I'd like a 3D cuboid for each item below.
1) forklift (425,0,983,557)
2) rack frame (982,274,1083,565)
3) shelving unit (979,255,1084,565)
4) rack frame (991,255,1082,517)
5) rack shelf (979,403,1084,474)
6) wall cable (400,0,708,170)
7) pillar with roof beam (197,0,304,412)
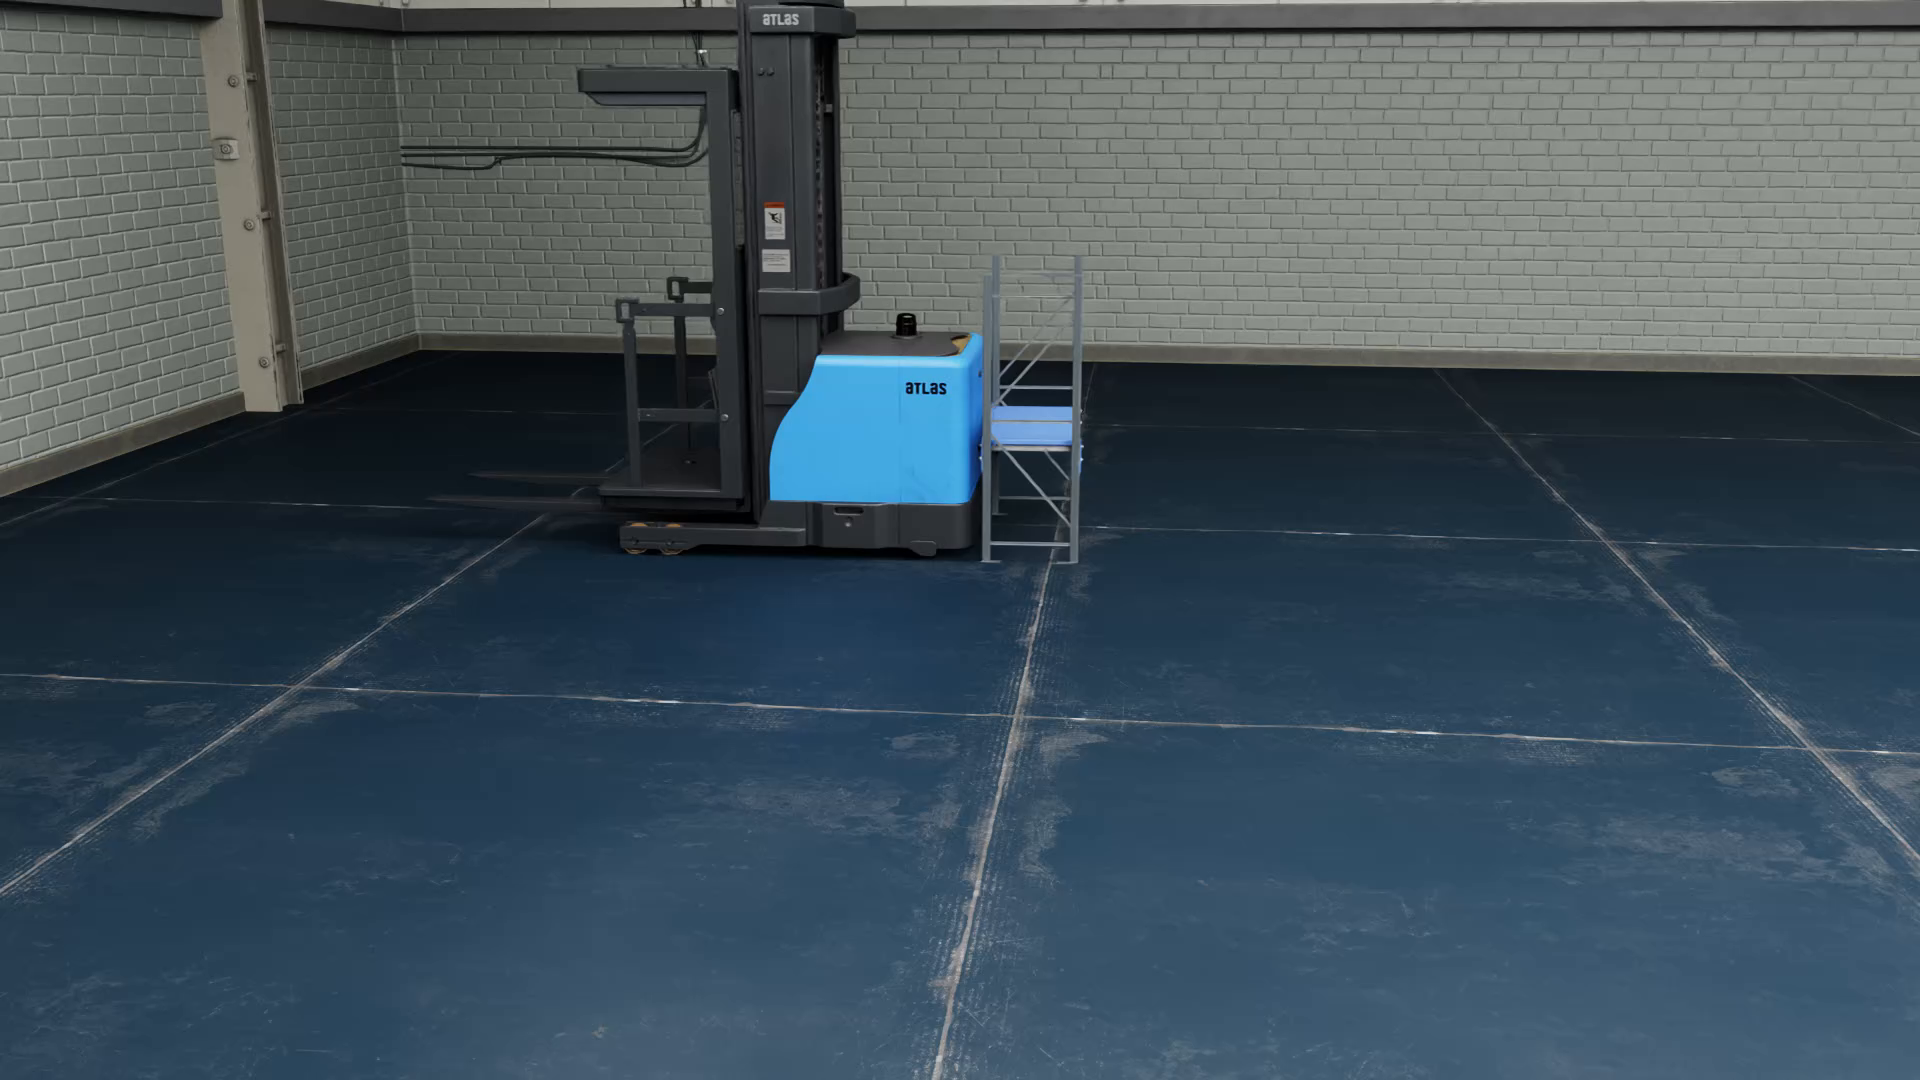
[{"bbox_3d":[-1.399,-1.469,8.980,3.031,2.935,1.130,1,15,5],"label":"forklift"},{"bbox_3d":[0.366,-0.603,8.518,0.500,1.500,0.032,1,15,4],"label":"rack frame"},{"bbox_3d":[0.399,-0.735,9.008,0.538,1.500,1.048,1,15,4],"label":"shelving unit"},{"bbox_3d":[0.432,-0.868,9.497,0.500,1.500,0.032,1,15,4],"label":"rack frame"},{"bbox_3d":[0.399,-0.562,9.055,0.538,0.185,1.000,1,15,4],"label":"rack shelf"},{"bbox_3d":[-3.731,-4.614,14.936,3.097,2.526,0.112,2,15,6],"label":"wall cable"},{"bbox_3d":[-1.100,-5.261,11.380,9.100,9.000,0.400,2,15,6],"label":"pillar with roof beam"}]
